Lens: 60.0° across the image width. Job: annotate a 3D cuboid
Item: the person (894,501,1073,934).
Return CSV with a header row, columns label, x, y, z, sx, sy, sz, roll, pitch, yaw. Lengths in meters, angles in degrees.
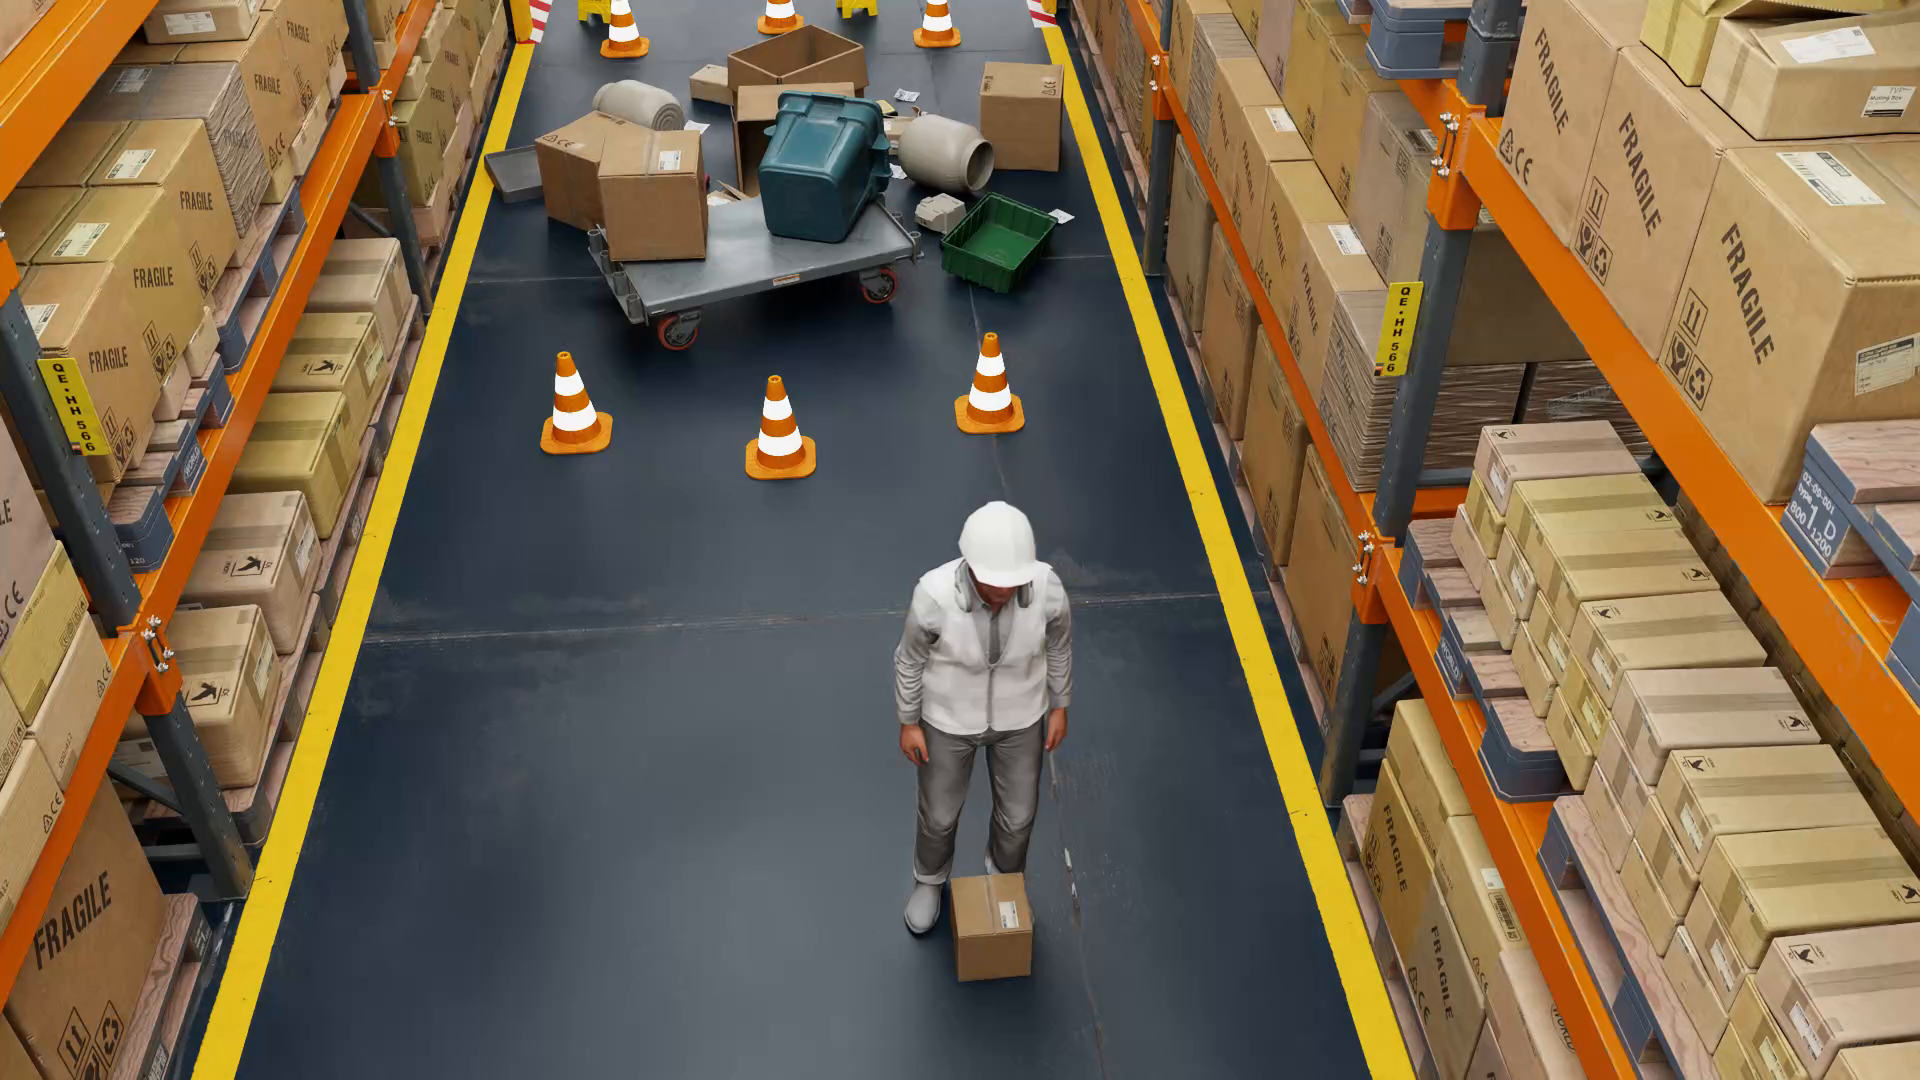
label,x,y,z,sx,sy,sz,roll,pitch,yaw
person,0.080,0.573,5.422,0.585,1.770,0.476,-5,39,-6
